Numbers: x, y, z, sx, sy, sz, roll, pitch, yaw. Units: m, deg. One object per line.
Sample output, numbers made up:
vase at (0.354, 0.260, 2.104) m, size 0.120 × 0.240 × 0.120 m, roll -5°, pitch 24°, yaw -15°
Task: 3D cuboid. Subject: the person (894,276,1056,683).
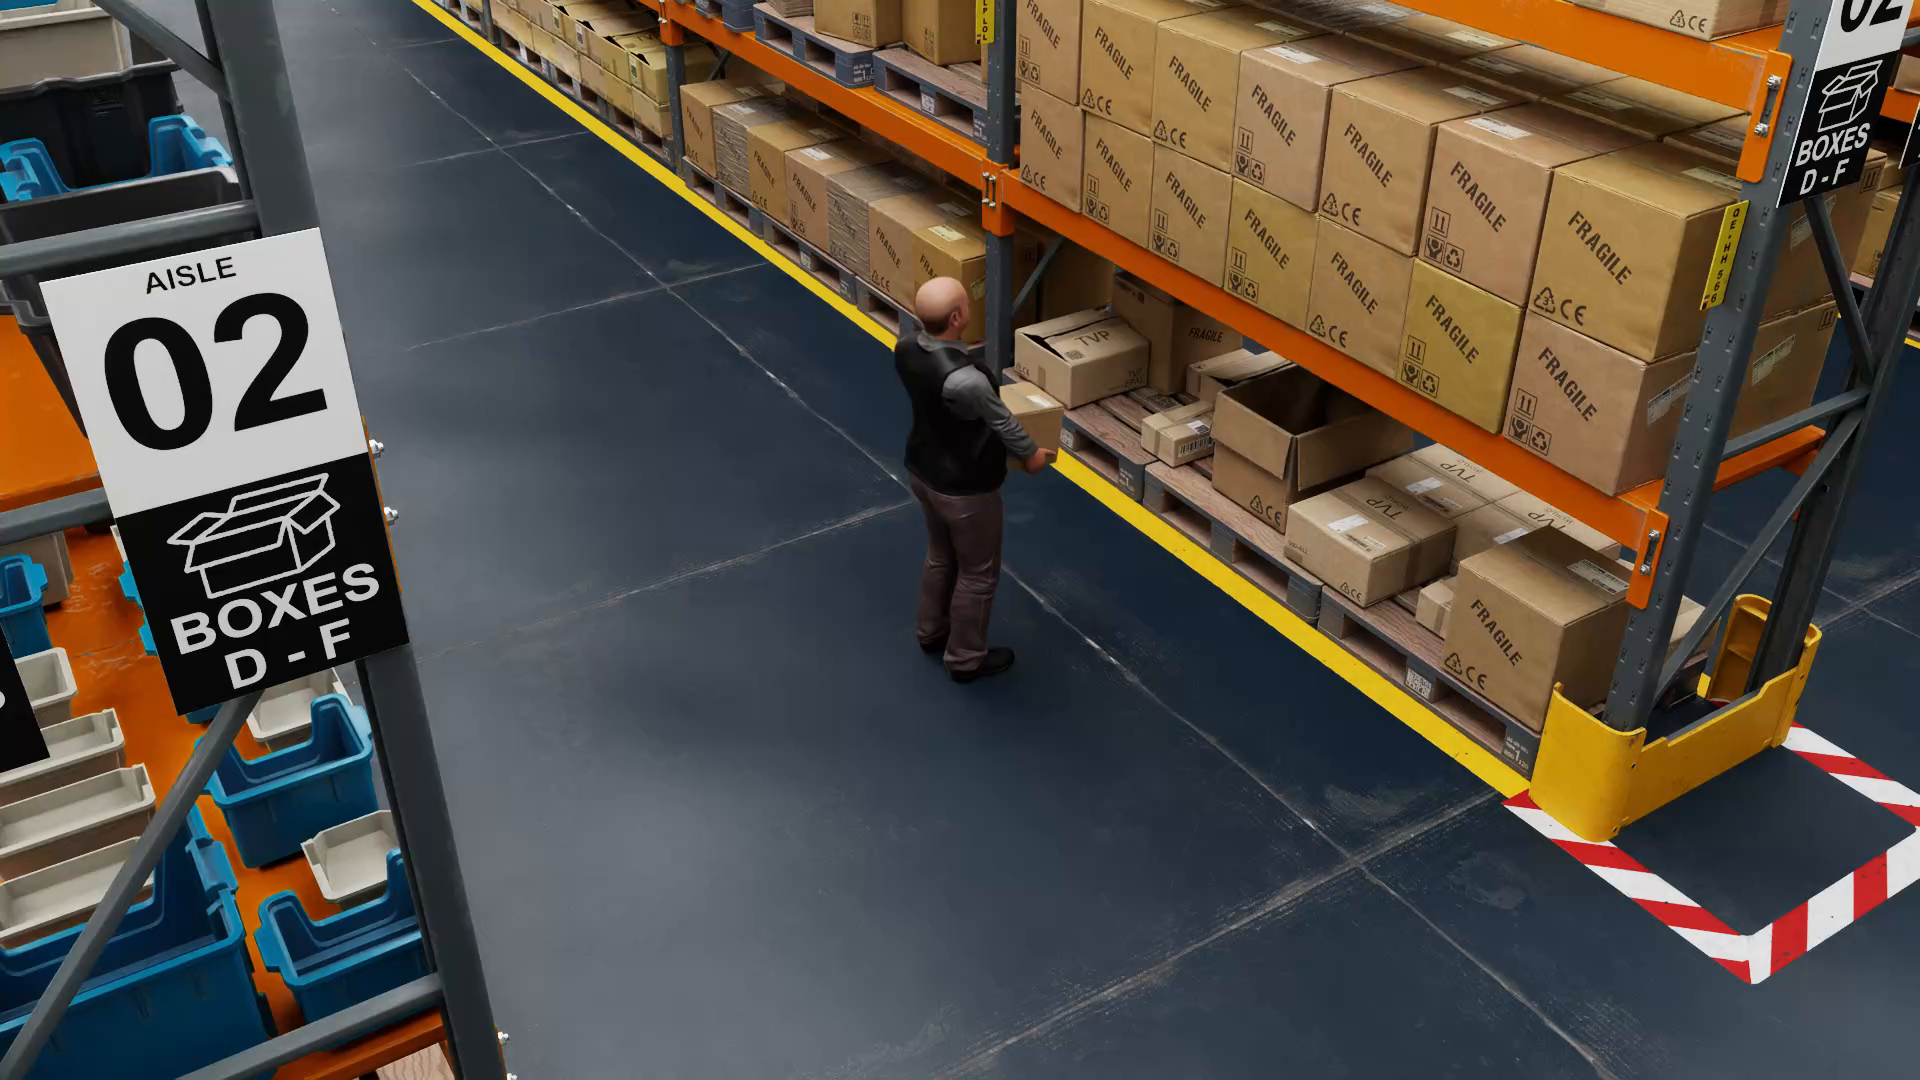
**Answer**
person at (0.061, -0.270, 6.594) m, size 0.557 × 1.712 × 0.494 m, roll -18°, pitch 37°, yaw -26°
